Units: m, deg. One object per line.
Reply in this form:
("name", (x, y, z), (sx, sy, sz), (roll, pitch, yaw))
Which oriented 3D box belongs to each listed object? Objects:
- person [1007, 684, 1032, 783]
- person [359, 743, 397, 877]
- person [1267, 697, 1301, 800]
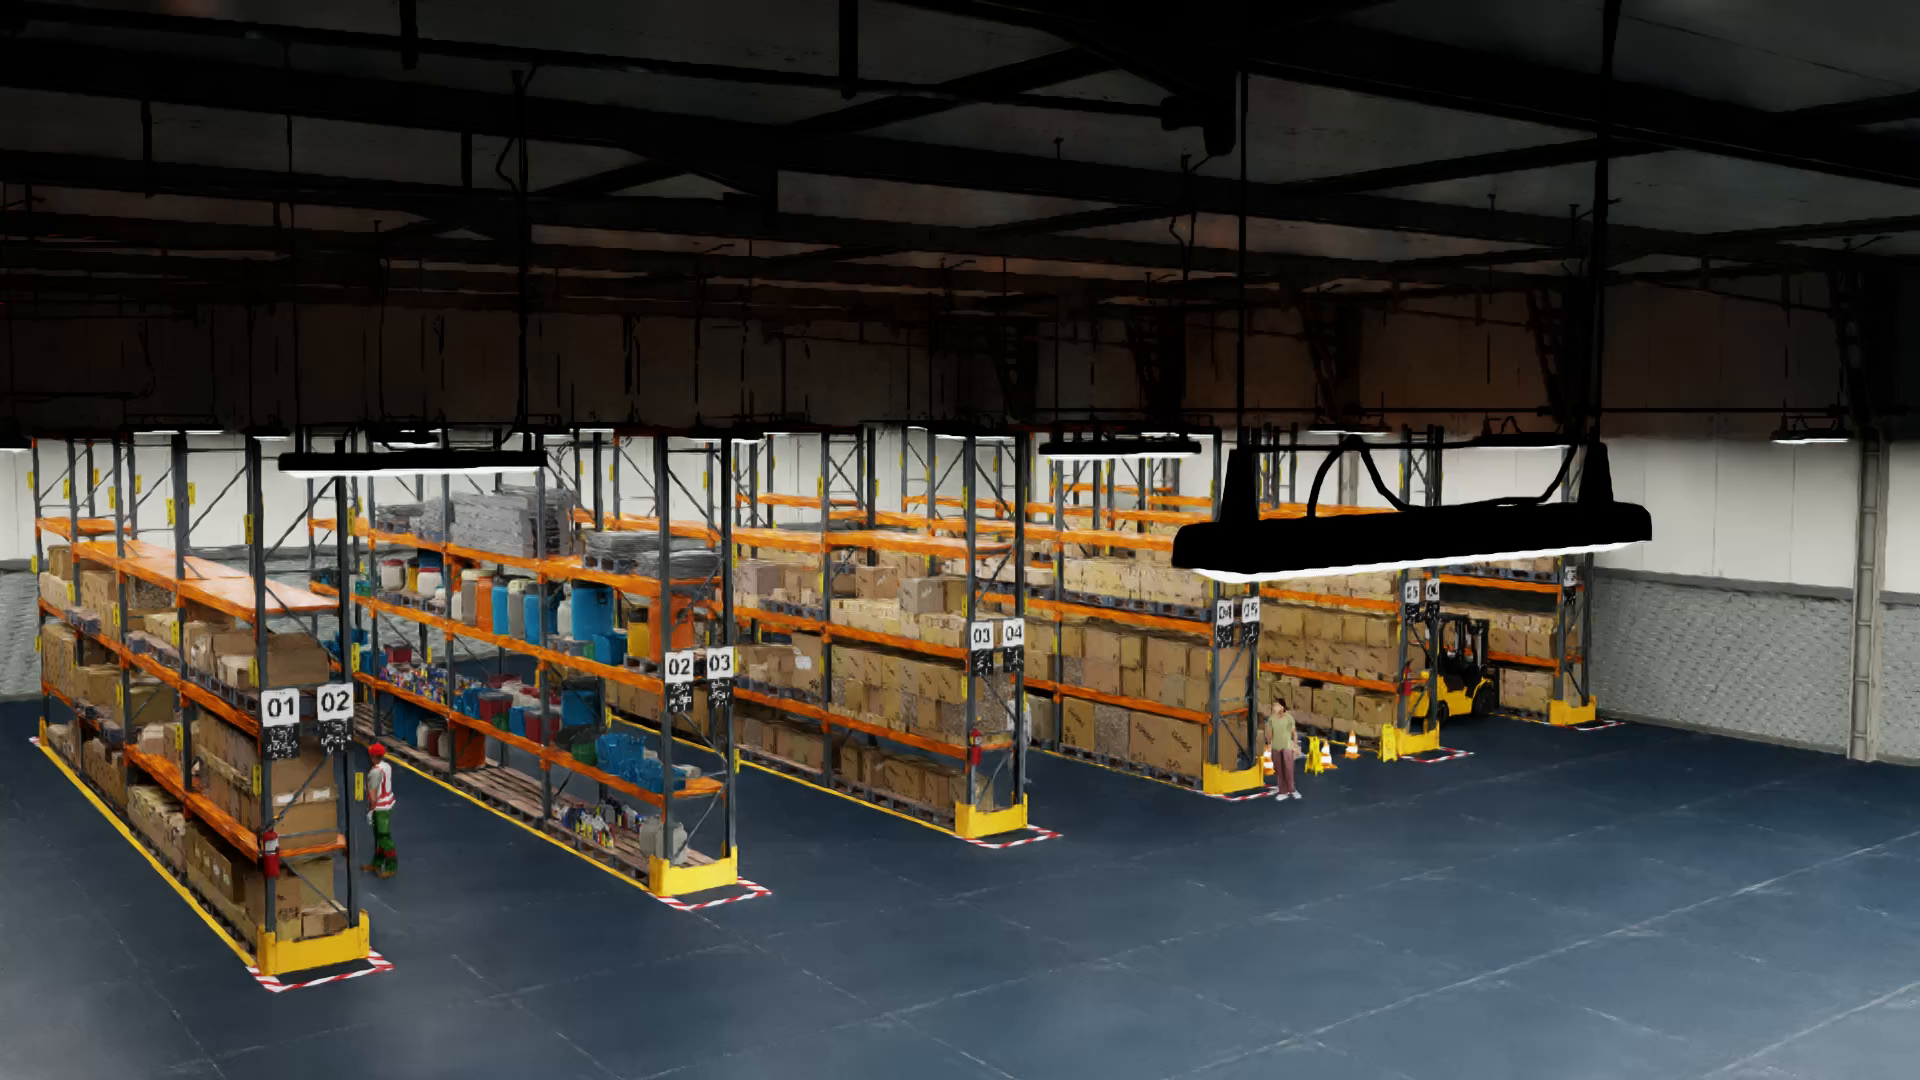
("person", (1.003, 3.269, 28.188), (0.531, 1.681, 0.404), (3, 5, 30))
("person", (-7.933, 3.646, 22.618), (0.577, 1.785, 0.655), (0, 4, -5))
("person", (5.254, 3.375, 26.935), (0.571, 1.666, 0.375), (2, 5, 22))
